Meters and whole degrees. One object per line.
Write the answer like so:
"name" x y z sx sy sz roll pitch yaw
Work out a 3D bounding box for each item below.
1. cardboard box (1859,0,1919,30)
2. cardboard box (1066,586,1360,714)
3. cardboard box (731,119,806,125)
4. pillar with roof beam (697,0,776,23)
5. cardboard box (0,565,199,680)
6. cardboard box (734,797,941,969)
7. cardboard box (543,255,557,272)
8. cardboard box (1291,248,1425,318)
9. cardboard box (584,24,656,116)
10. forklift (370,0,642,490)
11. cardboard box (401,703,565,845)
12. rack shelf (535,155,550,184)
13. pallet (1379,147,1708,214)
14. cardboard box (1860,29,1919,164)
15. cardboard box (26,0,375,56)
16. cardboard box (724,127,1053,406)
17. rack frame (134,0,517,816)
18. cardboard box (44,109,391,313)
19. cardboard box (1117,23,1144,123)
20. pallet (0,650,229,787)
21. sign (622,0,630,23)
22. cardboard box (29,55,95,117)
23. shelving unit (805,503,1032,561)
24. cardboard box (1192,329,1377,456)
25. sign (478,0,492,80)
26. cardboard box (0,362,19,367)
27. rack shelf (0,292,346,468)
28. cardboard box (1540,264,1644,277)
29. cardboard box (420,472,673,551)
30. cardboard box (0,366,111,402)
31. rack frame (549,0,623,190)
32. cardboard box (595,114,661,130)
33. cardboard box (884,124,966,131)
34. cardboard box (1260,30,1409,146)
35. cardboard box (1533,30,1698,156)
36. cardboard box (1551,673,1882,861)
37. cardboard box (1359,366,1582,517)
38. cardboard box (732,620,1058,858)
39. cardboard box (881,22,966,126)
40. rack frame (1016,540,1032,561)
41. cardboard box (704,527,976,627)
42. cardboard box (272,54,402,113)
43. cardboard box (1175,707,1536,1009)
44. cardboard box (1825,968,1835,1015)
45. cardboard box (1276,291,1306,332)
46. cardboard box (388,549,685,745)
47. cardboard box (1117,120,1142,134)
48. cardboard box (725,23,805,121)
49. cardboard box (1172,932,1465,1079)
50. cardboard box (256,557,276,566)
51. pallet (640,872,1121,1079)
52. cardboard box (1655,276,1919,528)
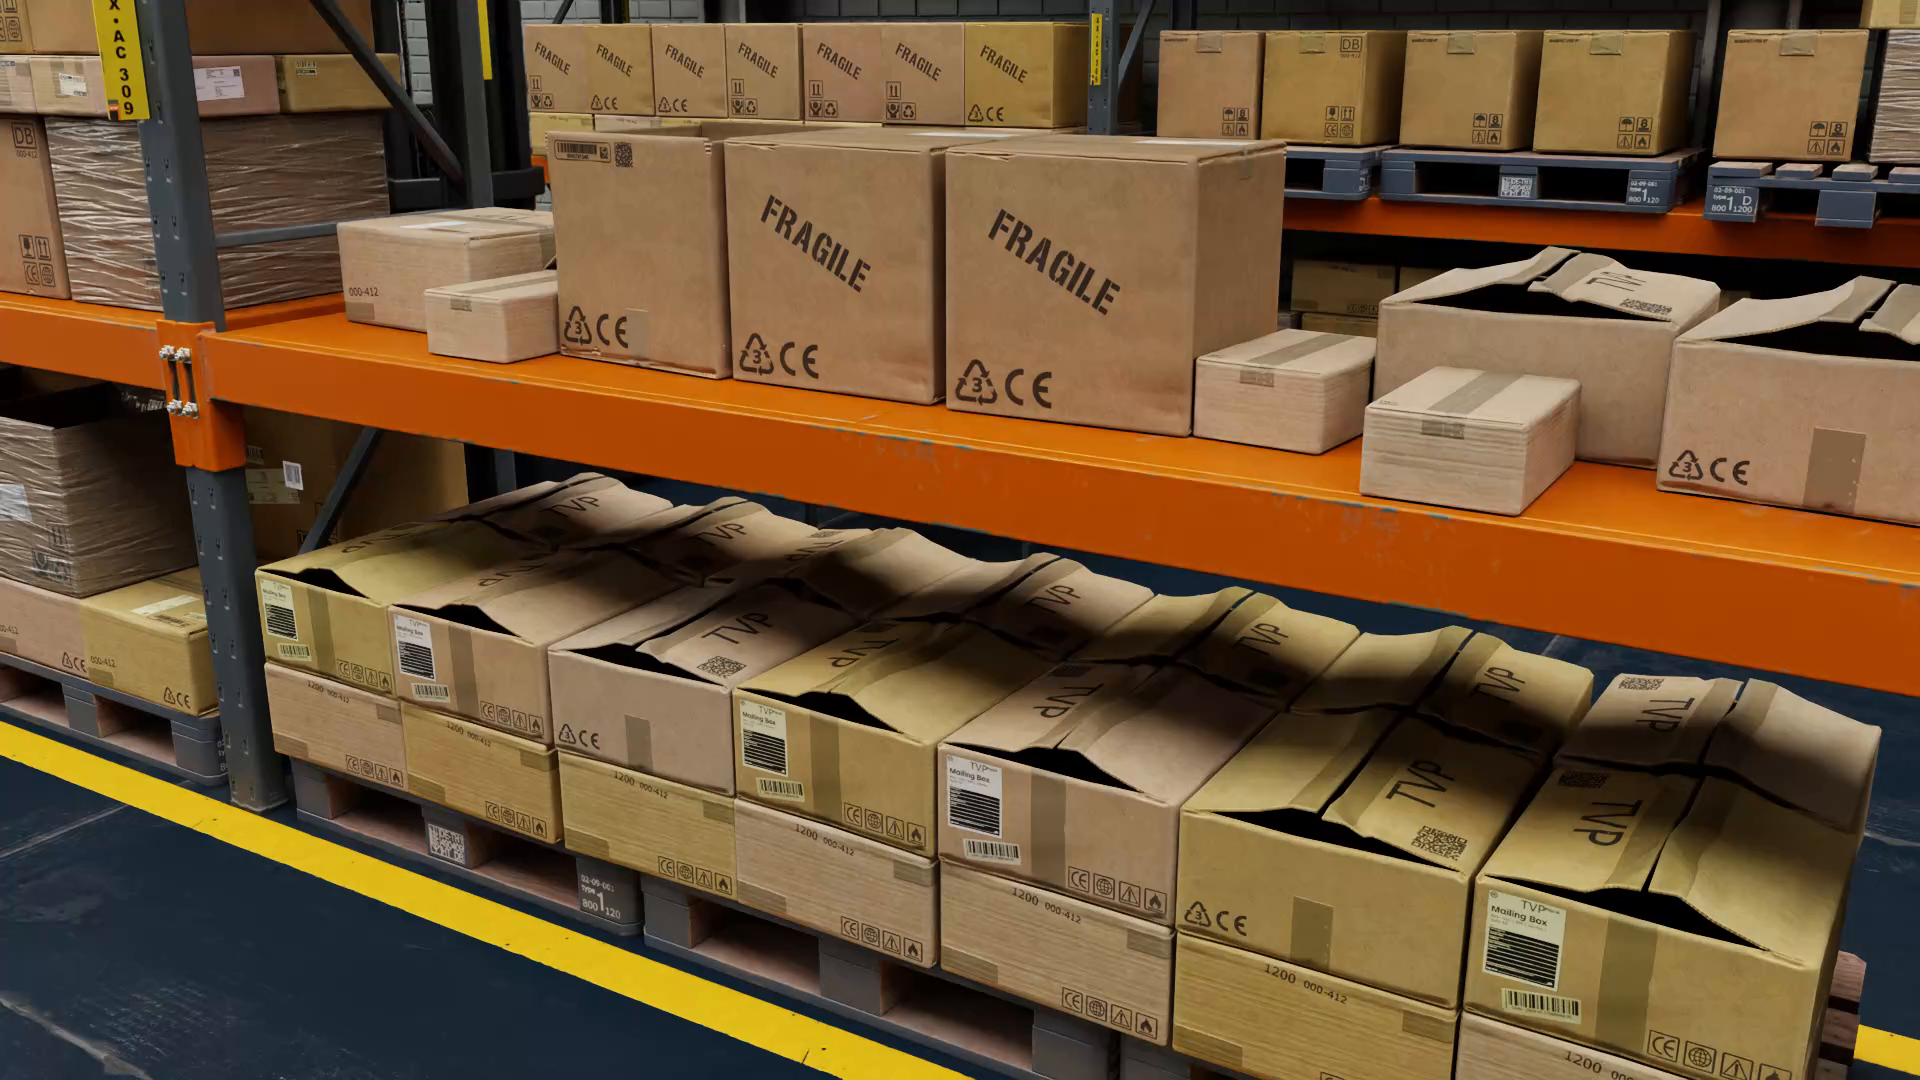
"cardboard box" 3.745 -2.107 6.612 0.250 0.149 0.380 7 18 21
"cardboard box" 0.569 0.317 3.719 0.500 0.311 0.500 10 19 29
"cardboard box" -0.920 -2.218 9.246 0.500 0.250 0.500 10 20 31
"pillar with roof beam" -3.684 -4.577 6.466 0.400 9.000 9.100 10 20 30
"cardboard box" -2.592 0.191 5.101 0.500 0.250 0.500 10 20 30
"cardboard box" -0.137 0.642 3.615 0.500 0.250 0.500 11 20 31
"cardboard box" -0.816 -0.676 4.179 0.258 0.266 0.396 10 19 29
"cardboard box" 1.941 -1.256 8.108 0.500 0.250 0.500 10 19 29
"cardboard box" -1.815 -2.737 9.664 0.500 0.500 0.500 10 20 30
"forklift" -2.818 -1.820 7.831 3.031 2.935 1.130 9 19 28
"cardboard box" -1.012 0.486 4.127 0.500 0.250 0.500 11 20 31
"rack shelf" -0.776 -2.016 9.596 4.000 0.370 1.077 10 20 30
"pallet" 2.628 -1.647 7.473 1.213 0.211 1.003 10 20 30
"cardboard box" 3.931 -1.775 6.636 0.500 0.500 0.700 8 18 24
"cardboard box" -2.043 -1.564 4.464 0.500 0.500 0.700 10 20 30
"cardboard box" -0.140 -0.600 3.523 0.500 0.500 0.500 10 20 30
"rack frame" -1.661 -0.829 4.450 0.127 3.000 1.000 10 20 30
"cardboard box" -2.043 -0.943 4.652 0.500 0.500 0.700 10 19 29
"cardboard box" 0.637 -2.476 8.806 0.500 0.500 0.500 10 19 29
"pallet" -2.317 0.374 5.287 1.213 0.211 1.003 10 20 30
"sign" -2.173 -3.505 10.722 0.005 0.325 0.100 10 20 30
"cardboard box" -2.215 -1.214 4.428 0.250 0.149 0.380 10 19 29
"shelving unit" -0.073 -0.731 6.706 1.048 1.500 0.538 10 20 30
"cardboard box" 0.631 -0.280 3.076 0.250 0.149 0.380 12 21 34
"sign" -1.386 -1.481 4.740 0.005 0.325 0.100 10 20 30
"cardboard box" -3.172 -0.449 5.916 0.500 0.500 0.500 10 20 30
"rack shelf" -3.366 -0.789 5.556 4.000 0.370 1.077 10 20 30
"cardboard box" 2.802 -1.097 7.586 0.500 0.250 0.500 10 20 30
"cardboard box" -1.166 0.008 4.738 0.500 0.311 0.500 10 20 30
"cardboard box" -3.019 -0.244 5.240 0.500 0.500 0.500 10 20 30
"rack frame" -2.480 -2.665 10.493 0.127 3.000 1.000 10 20 30
"cardboard box" -1.781 -2.374 9.761 0.500 0.250 0.500 9 19 28
"cardboard box" -0.054 -2.069 8.756 0.500 0.250 0.500 10 20 30
"cardboard box" 1.816 -2.142 7.844 0.500 0.500 0.700 13 21 36
"cardboard box" 2.857 -1.959 7.242 0.500 0.500 0.700 10 20 30
"cardboard box" 1.455 0.473 3.205 0.500 0.311 0.500 11 20 32
"cardboard box" 0.836 -0.169 2.708 0.250 0.149 0.380 10 20 30
"cardboard box" -0.129 0.375 3.528 0.500 0.311 0.500 11 20 32
"cardboard box" -0.065 -2.423 8.630 0.500 0.500 0.500 10 20 30
"rack frame" 0.360 -0.653 6.451 0.032 1.500 0.500 10 20 30
"cardboard box" -0.296 0.162 4.230 0.500 0.311 0.500 10 20 30
"cardboard box" -1.789 -1.276 4.633 0.250 0.149 0.380 10 20 30
"cardboard box" 0.726 0.530 3.020 0.500 0.311 0.500 10 19 29
"cardboard box" 1.455 0.742 3.287 0.500 0.250 0.500 10 20 30
"cardboard box" 1.564 -0.963 8.435 0.500 0.500 0.700 11 20 32
"cardboard box" -1.016 0.219 4.042 0.500 0.311 0.500 10 19 29
"cardboard box" 0.640 -2.119 8.919 0.500 0.250 0.500 10 20 31
"cardboard box" -0.932 -2.581 9.151 0.500 0.500 0.500 11 20 32
"cardboard box" 0.730 0.797 3.105 0.500 0.250 0.500 10 19 29
"cardboard box" -1.898 0.140 5.268 0.500 0.250 0.500 10 20 30
"pallet" 0.031 0.793 3.908 1.213 0.211 1.003 10 20 30
"cardboard box" 1.460 -0.244 2.677 0.500 0.311 0.500 12 20 33
